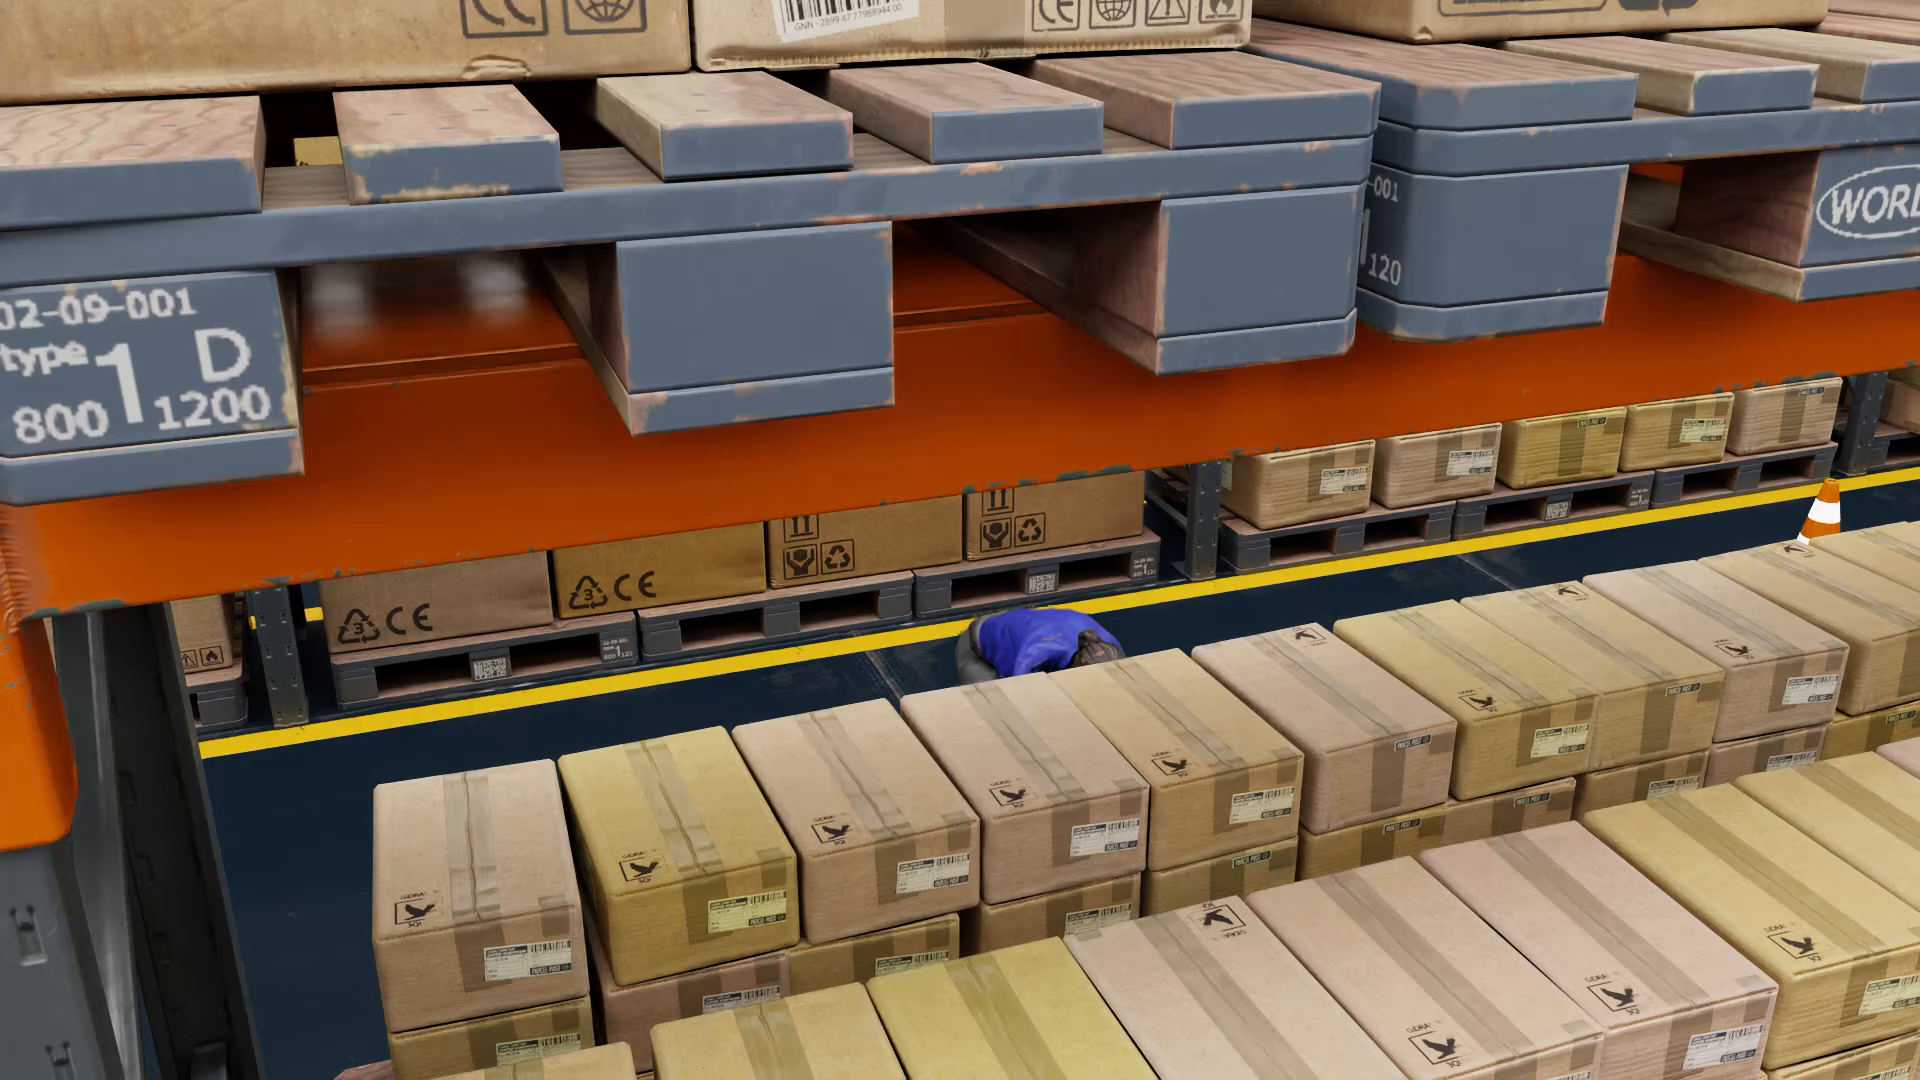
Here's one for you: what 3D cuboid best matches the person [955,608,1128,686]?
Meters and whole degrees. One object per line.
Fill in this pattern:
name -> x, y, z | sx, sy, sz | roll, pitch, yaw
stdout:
person -> 0.287, 0.632, 5.511 | 0.470, 0.951, 0.857 | -9, 24, -21
